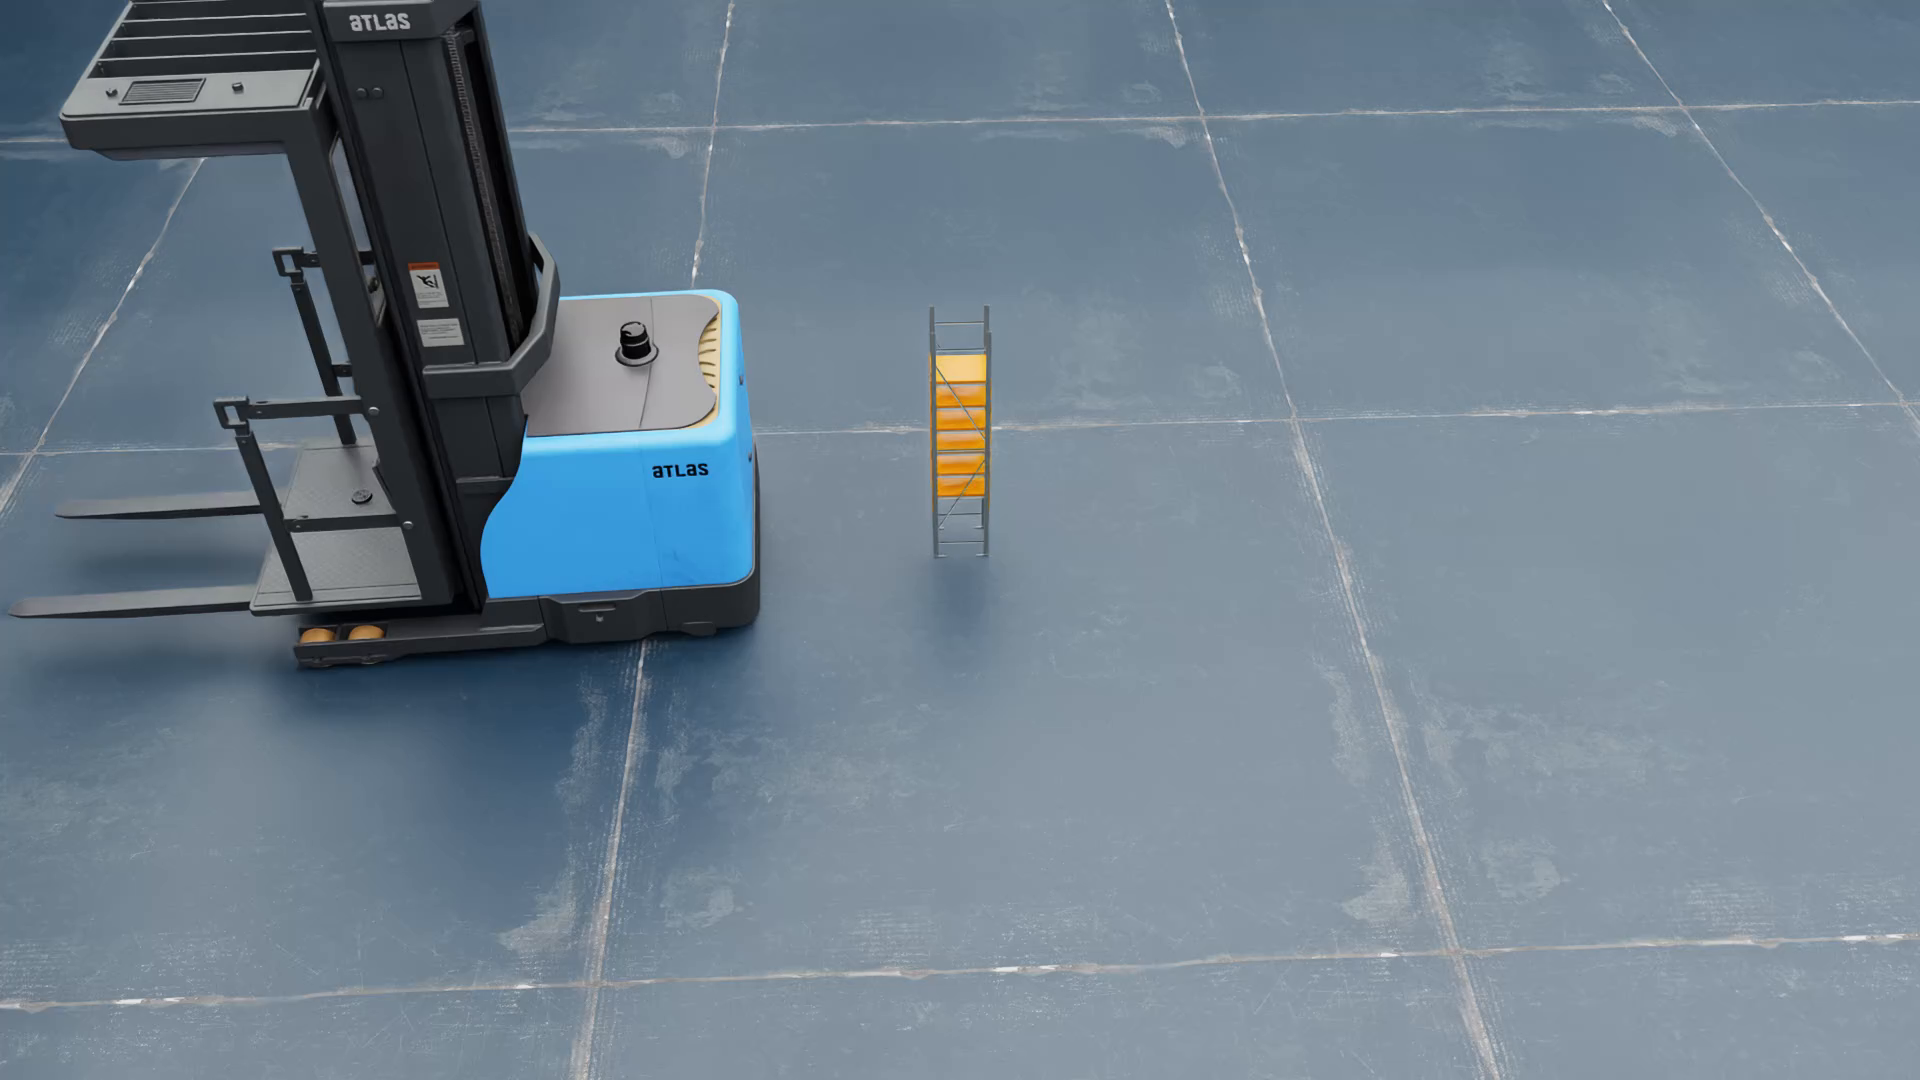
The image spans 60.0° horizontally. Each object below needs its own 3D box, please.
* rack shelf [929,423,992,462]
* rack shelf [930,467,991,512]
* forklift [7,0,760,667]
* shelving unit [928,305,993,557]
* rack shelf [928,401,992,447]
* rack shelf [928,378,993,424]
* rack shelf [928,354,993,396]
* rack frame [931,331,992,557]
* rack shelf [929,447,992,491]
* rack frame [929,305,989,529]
[{"bbox_3d":[0.001,-0.400,7.014,0.258,0.103,0.180,-2,43,-2],"label":"rack shelf"},{"bbox_3d":[0.001,-0.223,7.176,0.258,0.103,0.180,-2,43,-2],"label":"rack shelf"},{"bbox_3d":[-2.387,-0.933,6.248,3.031,2.935,1.130,-4,43,-4],"label":"forklift"},{"bbox_3d":[0.001,-0.433,6.984,0.258,1.200,0.189,-2,43,-2],"label":"shelving unit"},{"bbox_3d":[0.001,-0.488,6.933,0.258,0.103,0.180,-2,43,-2],"label":"rack shelf"},{"bbox_3d":[0.001,-0.577,6.851,0.258,0.103,0.180,-2,43,-2],"label":"rack shelf"},{"bbox_3d":[0.001,-0.665,6.770,0.258,0.103,0.180,-2,43,-2],"label":"rack shelf"},{"bbox_3d":[0.005,-0.371,6.916,0.240,1.200,0.006,-2,43,-2],"label":"rack frame"},{"bbox_3d":[0.001,-0.311,7.095,0.258,0.103,0.180,-2,43,-2],"label":"rack shelf"},{"bbox_3d":[-0.003,-0.494,7.051,0.240,1.200,0.006,-2,43,-2],"label":"rack frame"}]
